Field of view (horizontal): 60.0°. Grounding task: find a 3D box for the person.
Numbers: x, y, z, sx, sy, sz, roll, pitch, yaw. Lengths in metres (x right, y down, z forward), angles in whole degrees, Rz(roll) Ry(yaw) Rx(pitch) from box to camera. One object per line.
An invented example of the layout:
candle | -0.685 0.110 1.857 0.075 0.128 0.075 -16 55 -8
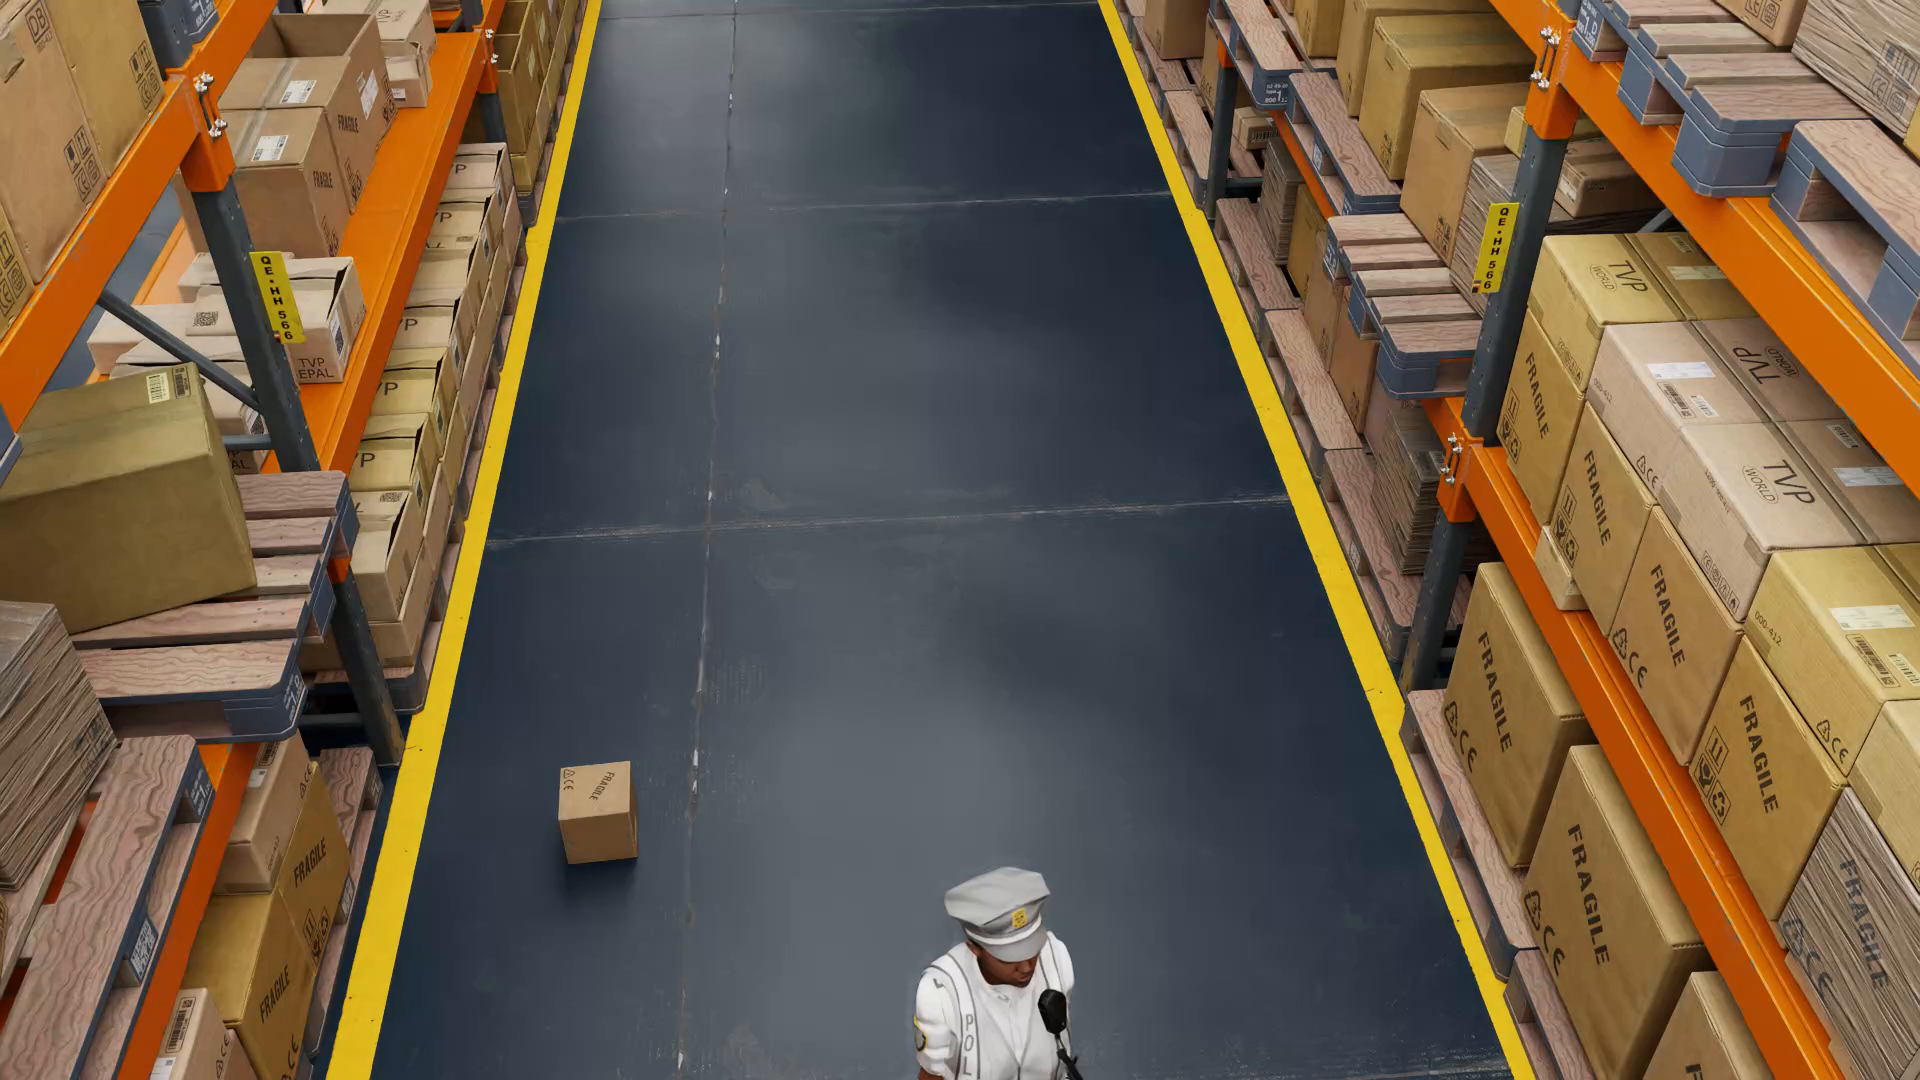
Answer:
person | 0.086 1.434 4.363 0.439 1.651 0.835 -10 41 -13
